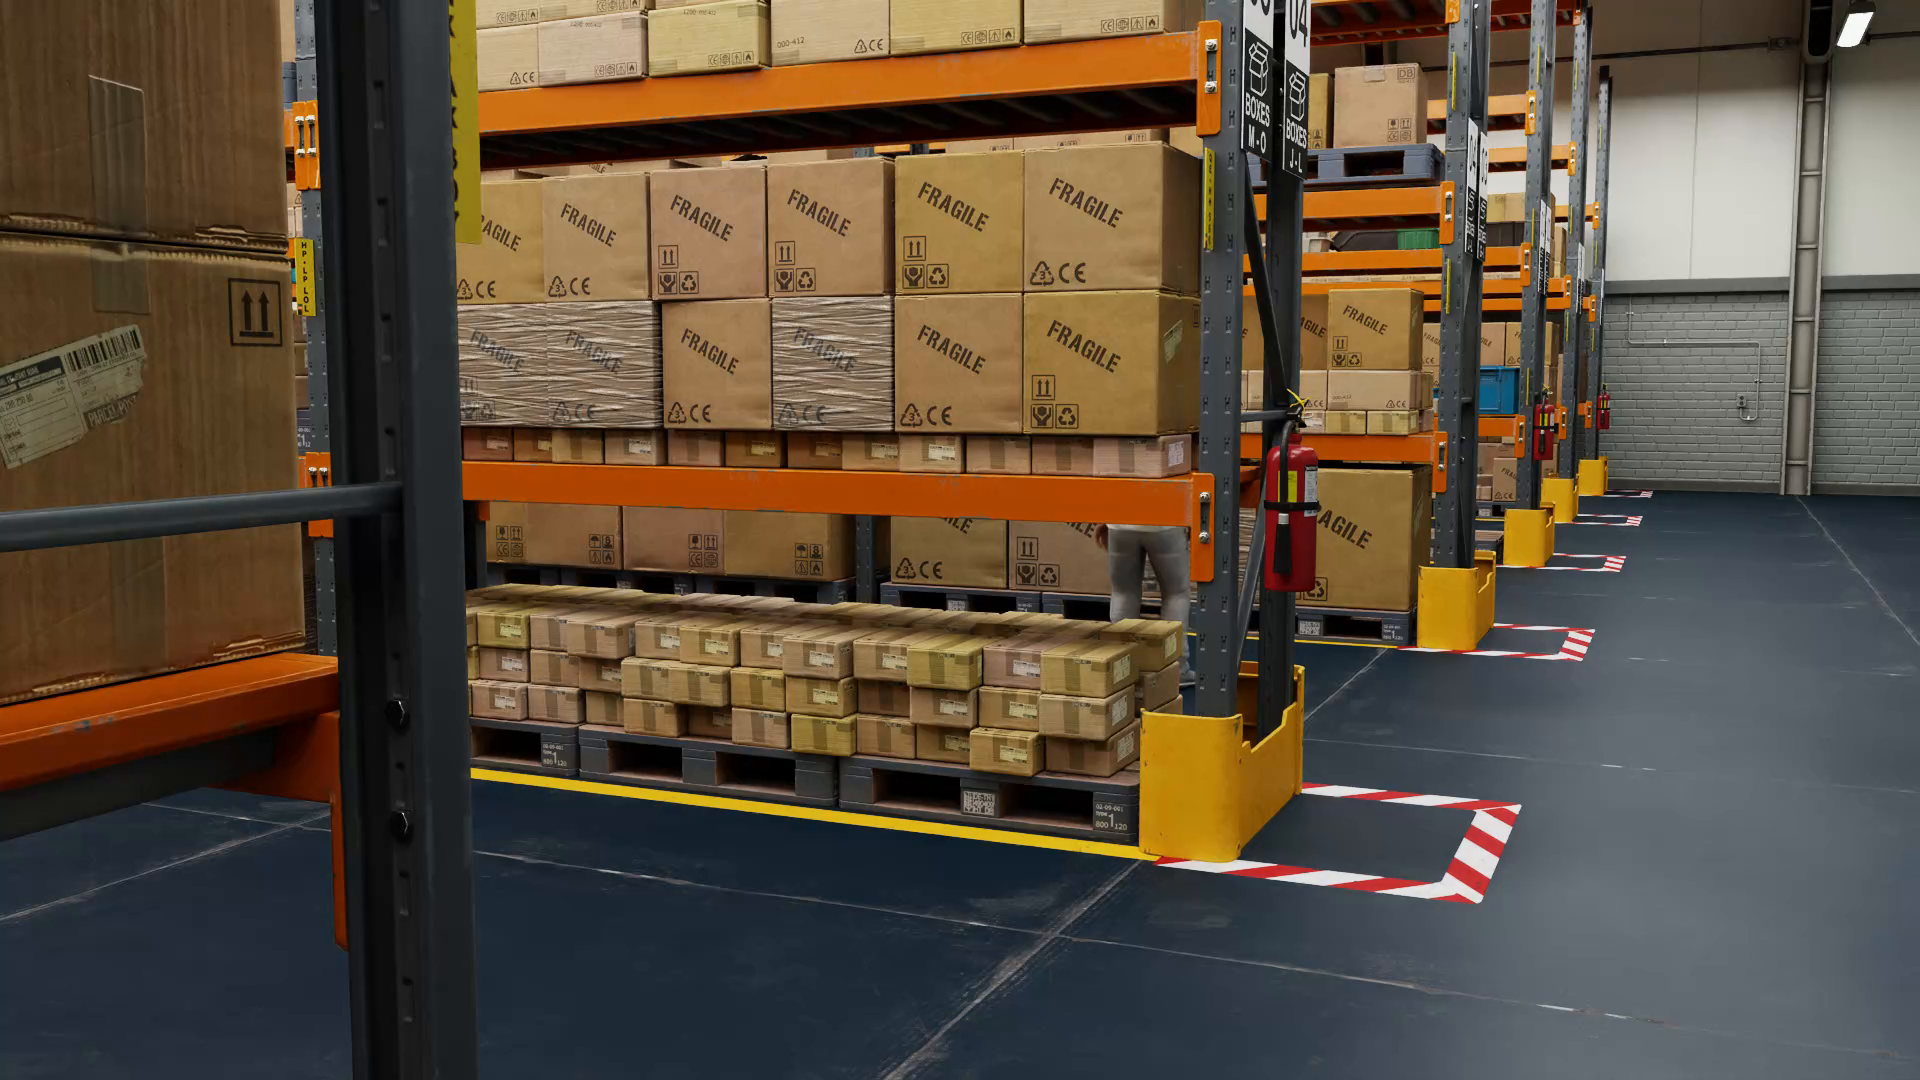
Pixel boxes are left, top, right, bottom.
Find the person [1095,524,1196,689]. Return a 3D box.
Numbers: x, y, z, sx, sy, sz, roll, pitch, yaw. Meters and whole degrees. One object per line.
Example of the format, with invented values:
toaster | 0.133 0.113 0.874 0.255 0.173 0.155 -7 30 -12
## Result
person | 1.000 -0.087 8.892 0.598 1.747 0.437 2 6 20
